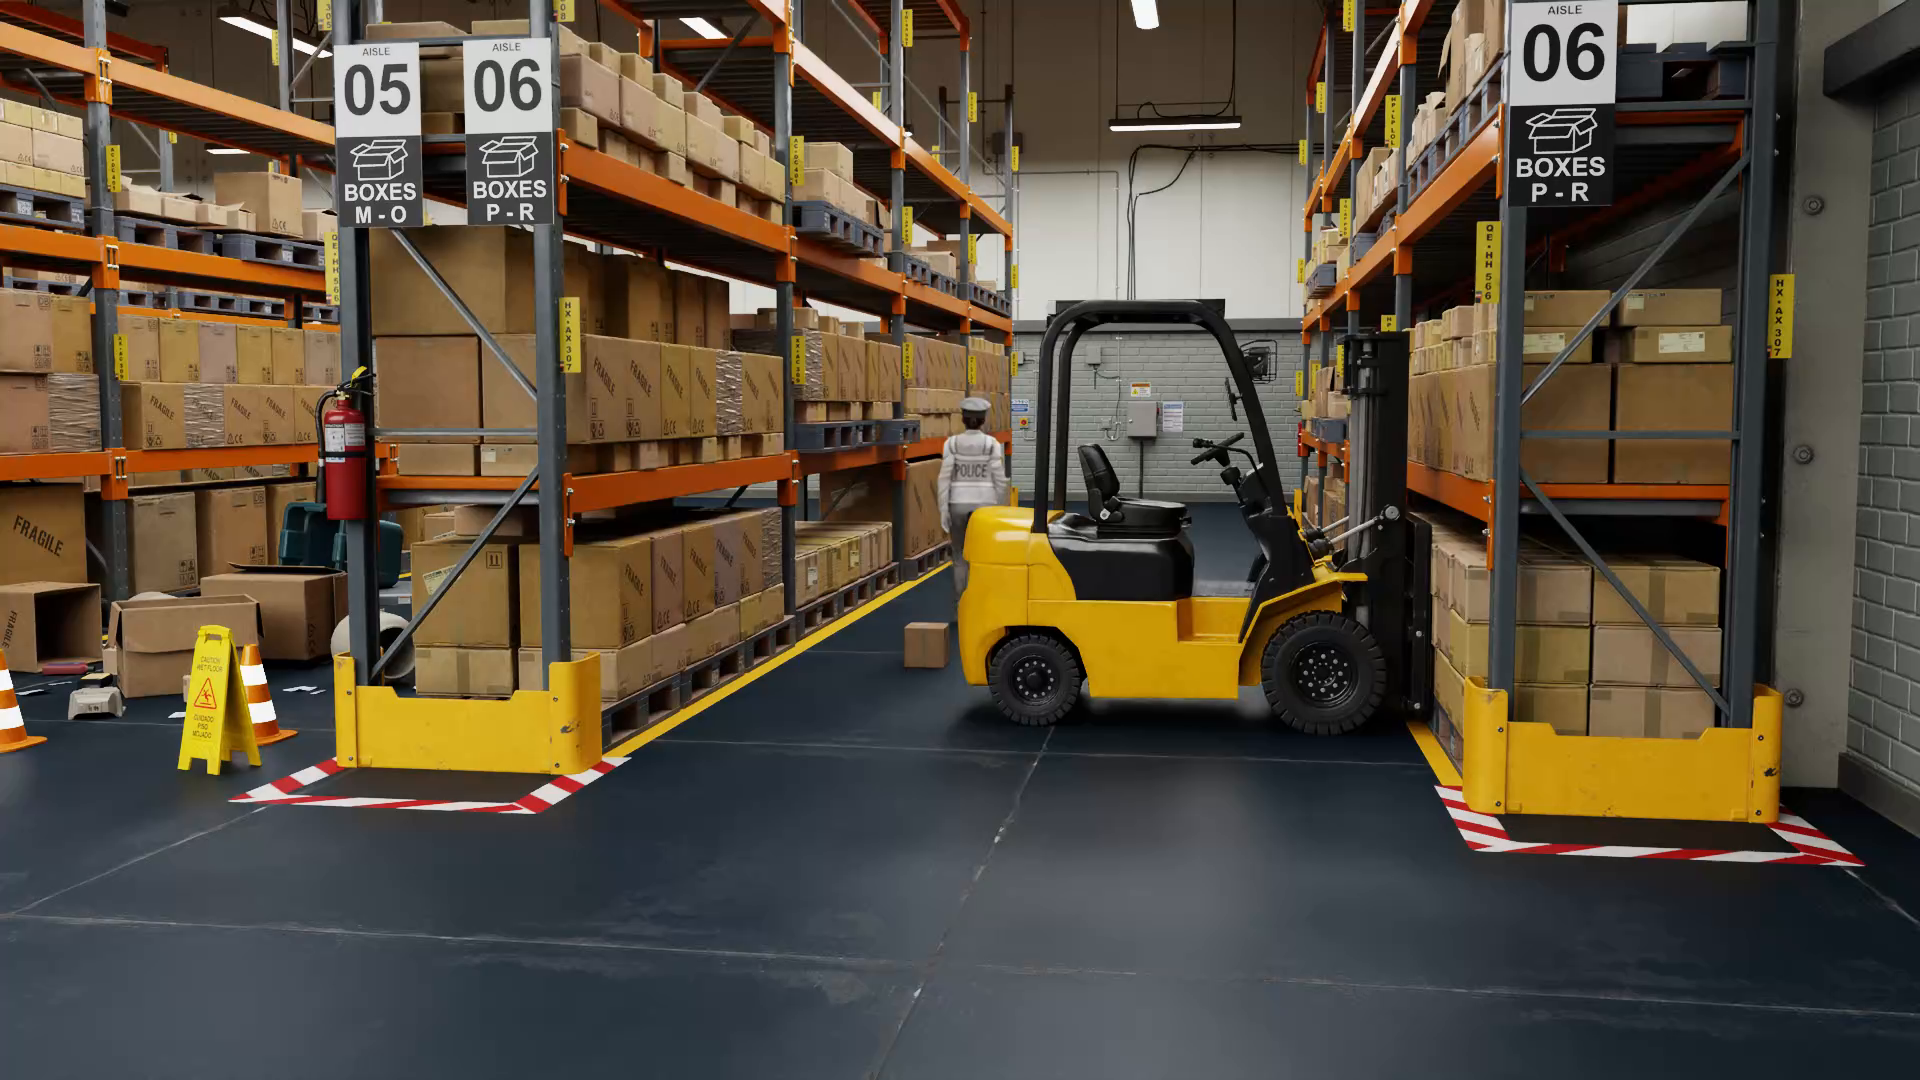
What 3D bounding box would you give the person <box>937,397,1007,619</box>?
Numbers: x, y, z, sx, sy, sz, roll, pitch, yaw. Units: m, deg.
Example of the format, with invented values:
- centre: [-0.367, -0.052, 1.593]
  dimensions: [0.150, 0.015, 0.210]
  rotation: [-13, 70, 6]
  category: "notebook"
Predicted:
- centre: [0.100, -0.202, 12.366]
  dimensions: [0.500, 1.722, 0.724]
  rotation: [1, 5, 9]
  category: "person"
